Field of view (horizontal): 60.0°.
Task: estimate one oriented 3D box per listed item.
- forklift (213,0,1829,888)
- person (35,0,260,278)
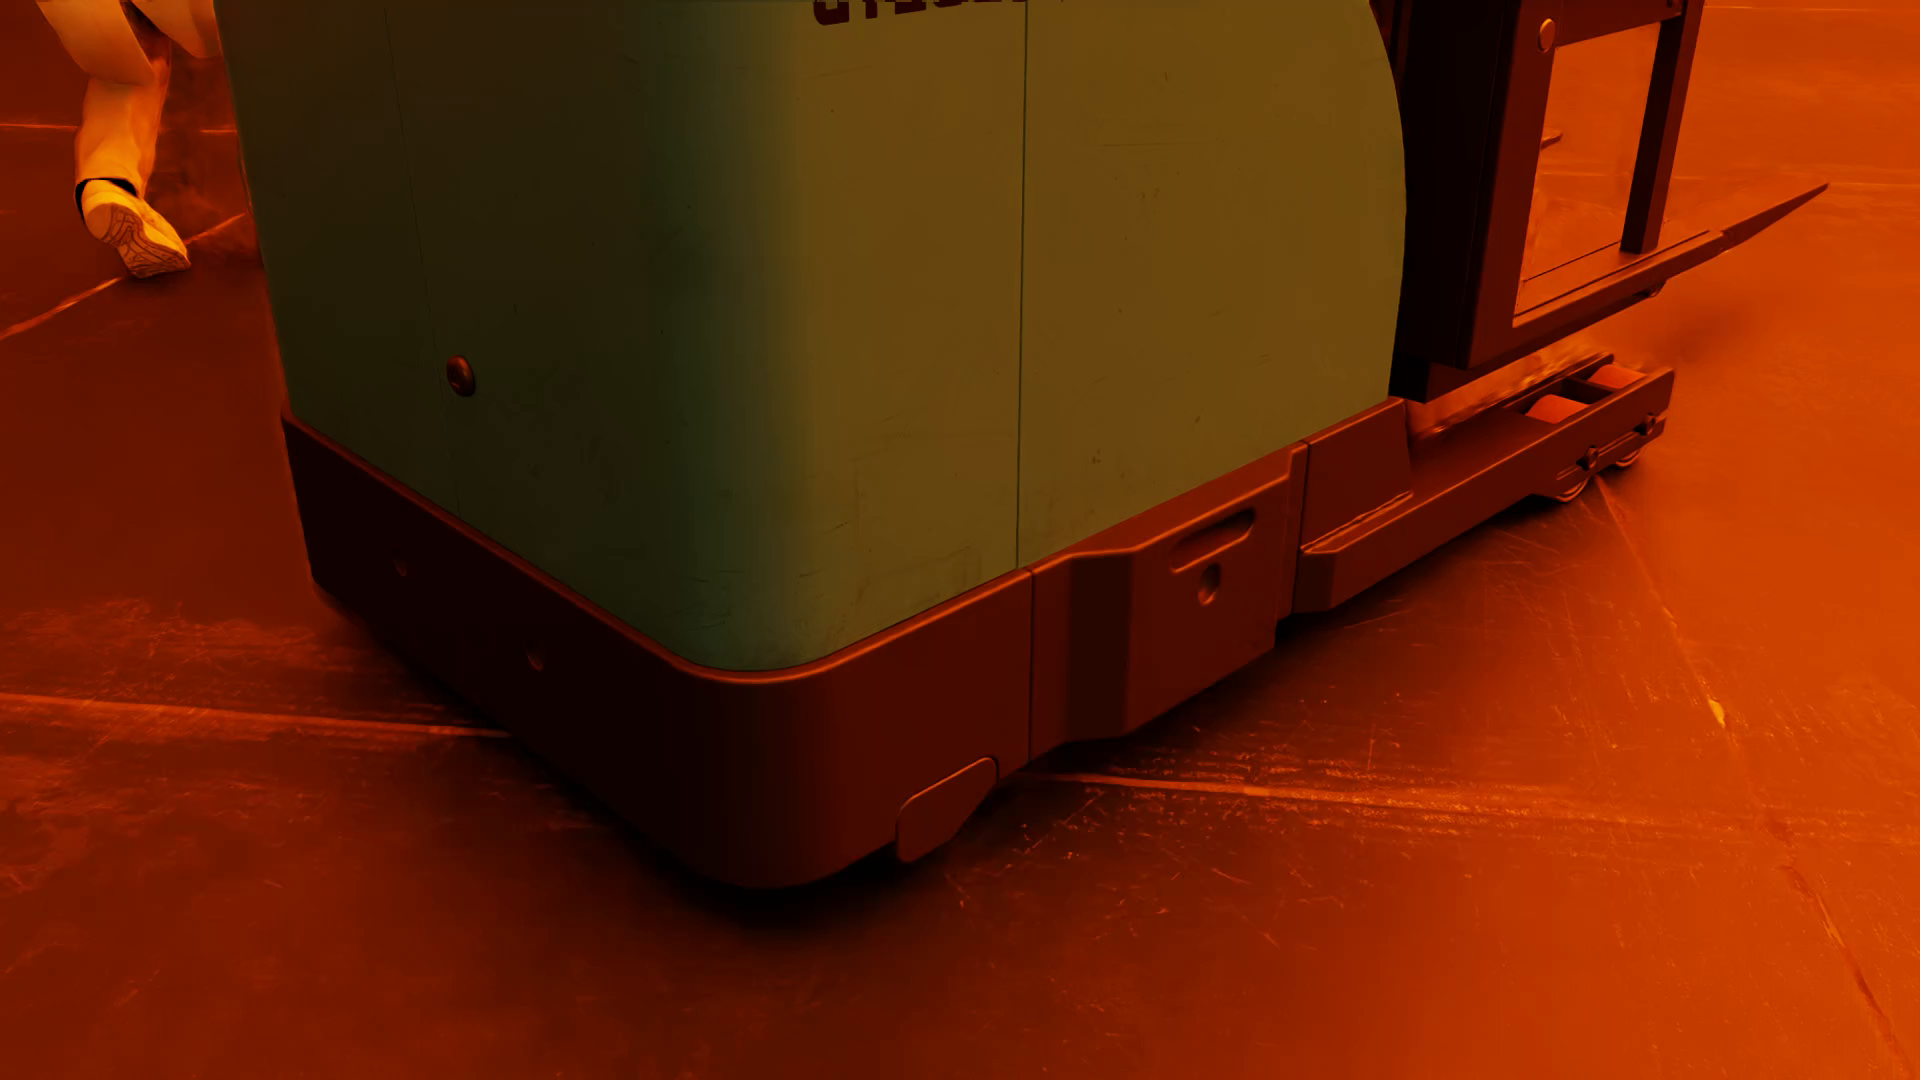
[{"bbox_3d":[0.529,-1.519,2.262,3.031,2.935,1.130,-23,35,-38],"label":"forklift"},{"bbox_3d":[-1.646,-1.356,3.576,0.844,1.503,0.991,-1,27,-1],"label":"person"}]
